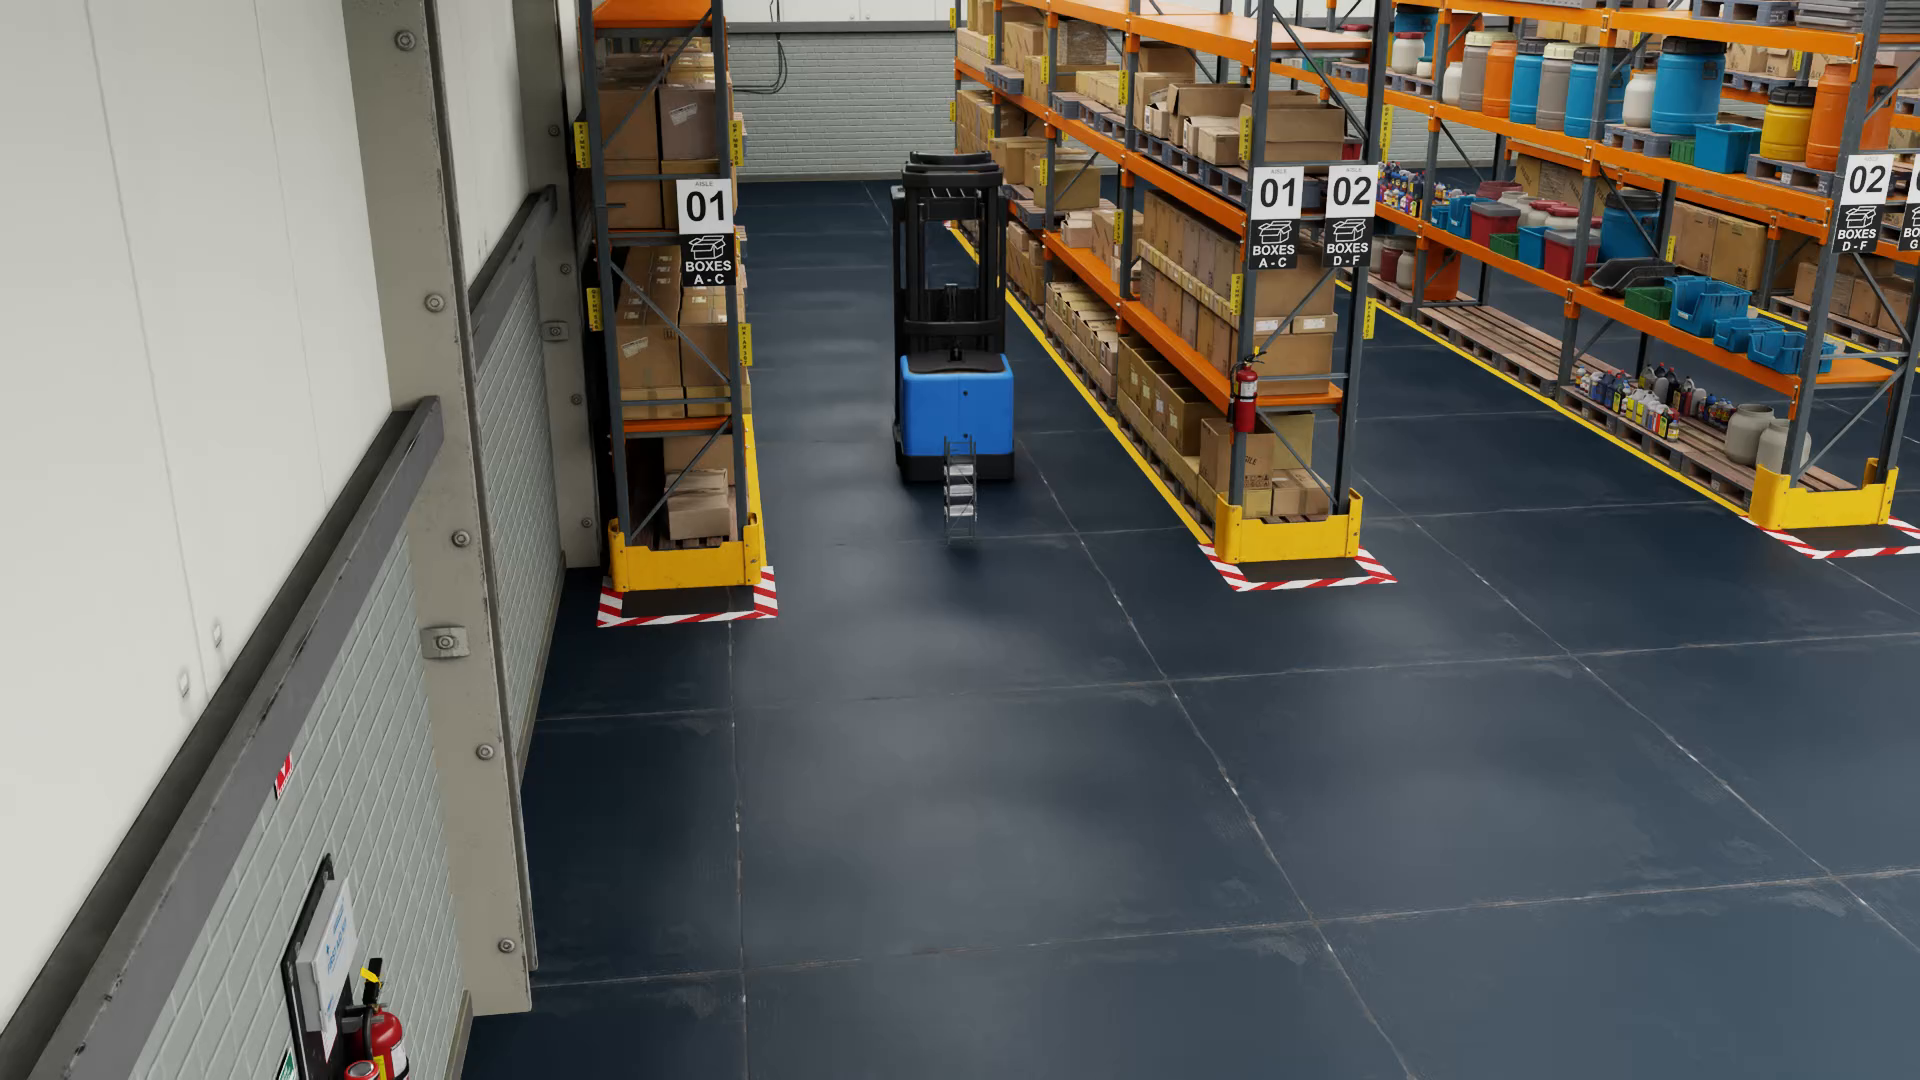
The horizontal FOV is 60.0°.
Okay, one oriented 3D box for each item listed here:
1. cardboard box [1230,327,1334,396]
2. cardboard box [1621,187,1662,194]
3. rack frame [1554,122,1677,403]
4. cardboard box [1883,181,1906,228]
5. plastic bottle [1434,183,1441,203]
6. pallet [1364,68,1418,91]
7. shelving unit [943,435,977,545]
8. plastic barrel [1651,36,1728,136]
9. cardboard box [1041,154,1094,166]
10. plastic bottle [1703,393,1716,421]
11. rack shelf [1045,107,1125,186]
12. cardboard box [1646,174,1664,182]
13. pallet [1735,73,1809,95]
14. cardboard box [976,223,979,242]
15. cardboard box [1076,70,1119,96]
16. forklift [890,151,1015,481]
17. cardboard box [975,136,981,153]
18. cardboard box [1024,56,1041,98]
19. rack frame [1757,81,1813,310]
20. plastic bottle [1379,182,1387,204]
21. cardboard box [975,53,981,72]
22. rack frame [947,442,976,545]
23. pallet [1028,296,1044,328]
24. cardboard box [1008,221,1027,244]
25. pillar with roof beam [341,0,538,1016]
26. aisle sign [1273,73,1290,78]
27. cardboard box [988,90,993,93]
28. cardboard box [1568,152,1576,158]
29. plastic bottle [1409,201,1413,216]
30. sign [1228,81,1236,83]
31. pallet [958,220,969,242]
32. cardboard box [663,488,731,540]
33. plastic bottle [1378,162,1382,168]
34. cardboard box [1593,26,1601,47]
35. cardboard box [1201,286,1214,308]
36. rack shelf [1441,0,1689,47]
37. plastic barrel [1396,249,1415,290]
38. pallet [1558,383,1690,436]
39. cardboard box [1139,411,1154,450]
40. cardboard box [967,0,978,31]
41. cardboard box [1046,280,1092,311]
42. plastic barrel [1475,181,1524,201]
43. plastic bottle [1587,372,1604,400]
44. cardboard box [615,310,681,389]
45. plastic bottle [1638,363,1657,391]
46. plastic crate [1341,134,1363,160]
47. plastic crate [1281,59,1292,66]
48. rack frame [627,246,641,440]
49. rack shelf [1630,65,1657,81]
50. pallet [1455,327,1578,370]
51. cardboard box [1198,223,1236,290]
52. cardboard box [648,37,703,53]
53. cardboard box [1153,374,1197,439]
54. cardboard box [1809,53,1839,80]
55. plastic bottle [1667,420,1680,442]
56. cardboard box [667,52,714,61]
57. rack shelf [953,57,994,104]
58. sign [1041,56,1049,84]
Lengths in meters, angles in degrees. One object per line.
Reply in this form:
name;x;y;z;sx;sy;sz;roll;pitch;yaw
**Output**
cardboard box;2.670;-1.515;13.842;0.700;0.500;0.500;-3;21;-8
cardboard box;10.910;-4.940;25.591;1.225;0.875;0.875;-3;21;-8
rack frame;7.050;-2.939;17.798;1.000;3.000;0.127;-3;21;-8
cardboard box;11.610;-4.030;19.970;0.797;0.503;0.637;-1;20;-2
plastic bottle;6.608;-4.791;22.942;0.097;0.271;0.097;0;20;0
pallet;6.273;-6.367;22.958;1.003;0.211;1.213;-3;21;-8
shelving unit;-0.001;-0.424;14.066;0.258;0.900;0.210;-3;21;-8
plastic barrel;7.088;-4.426;16.175;0.600;0.901;0.708;-3;21;-8
cardboard box;1.426;-4.858;22.192;0.700;0.500;0.500;1;20;2
plastic bottle;7.581;-1.349;16.812;0.097;0.271;0.097;0;20;0
rack shelf;1.860;-4.451;18.588;1.077;0.370;4.000;-3;21;-8
cardboard box;10.690;-5.660;24.940;0.500;0.500;0.500;-3;21;-8
pallet;11.229;-6.111;22.273;1.213;0.211;1.003;-2;21;-5
cardboard box;0.524;-4.850;26.128;0.500;0.311;0.500;-3;21;-8
cardboard box;1.692;-5.453;19.856;0.500;0.250;0.500;-4;21;-12
forklift;-0.119;-2.395;16.439;1.130;2.935;3.031;-1;21;-4
cardboard box;0.517;-6.024;25.914;0.500;0.500;0.500;-2;21;-7
cardboard box;1.327;-6.034;21.653;0.910;0.500;0.500;-3;21;-8
rack frame;11.375;-4.574;22.175;1.000;3.000;0.127;-3;21;-8
plastic bottle;5.828;-4.784;22.904;0.061;0.283;0.133;-3;21;-8
cardboard box;0.519;-7.297;25.393;0.500;0.250;0.500;-3;21;-8
rack frame;0.013;-0.389;13.972;0.240;0.900;0.006;-3;21;-8
pallet;1.501;-3.030;22.026;1.003;0.211;1.213;-3;21;-8
cardboard box;0.967;-4.321;23.370;0.500;0.250;0.500;-3;21;-8
pillar with roof beam;1.991;-2.203;7.254;9.100;9.000;0.400;-3;21;-8
aisle sign;5.600;-8.351;28.574;0.394;0.787;0.004;-3;21;-8
cardboard box;0.754;-7.220;27.689;0.500;0.500;0.500;-3;21;-8
cardboard box;10.244;-6.375;27.357;0.380;0.149;0.250;-3;21;-9
plastic bottle;5.994;-4.390;21.968;0.097;0.201;0.097;0;20;0
sign;2.697;-4.404;16.580;0.100;0.325;0.005;-3;21;-8
pallet;0.545;-5.237;27.936;1.003;0.211;1.213;-3;21;-8
cardboard box;-2.188;-0.245;13.799;0.500;0.311;0.500;-5;21;-14
plastic bottle;6.274;-5.531;24.914;0.152;0.276;0.135;-3;21;-8
cardboard box;10.553;-8.109;26.466;0.700;0.500;0.500;-2;21;-5
cardboard box;2.332;-2.136;14.579;0.380;0.149;0.250;-2;21;-6
rack shelf;6.762;-5.918;18.799;1.077;0.370;4.000;-3;21;-8
plastic barrel;6.216;-3.715;22.831;0.421;0.512;0.421;0;20;0
pallet;7.106;-1.398;17.658;1.003;0.211;1.213;-3;21;-8
cardboard box;2.049;-1.077;16.141;0.500;0.250;0.500;-3;21;-8
cardboard box;0.497;-8.411;26.591;0.700;0.500;0.500;-3;21;-8
cardboard box;1.356;-3.051;20.625;0.500;0.311;0.500;-2;21;-6
plastic barrel;6.840;-4.242;21.093;0.600;0.536;0.708;-3;21;-8
plastic bottle;6.736;-1.626;17.547;0.152;0.276;0.135;-2;21;-6
cardboard box;-2.455;-1.497;13.052;0.500;0.500;0.500;-3;21;-8
plastic bottle;7.285;-1.689;17.607;0.144;0.351;0.185;-3;21;-8
plastic crate;6.016;-6.089;26.054;0.402;0.464;0.583;-3;21;-8
plastic crate;5.334;-7.661;26.322;0.437;0.282;0.530;-3;21;-8
rack frame;-2.753;-2.439;16.461;1.000;3.000;0.127;-3;21;-8
rack shelf;10.510;-7.719;27.338;1.077;0.370;4.000;-3;21;-8
pallet;6.719;-2.326;20.142;1.003;0.211;1.213;-3;21;-8
cardboard box;2.508;-2.497;14.618;0.700;0.500;0.500;-3;21;-8
cardboard box;-3.744;-6.368;21.919;0.700;0.500;0.500;-3;21;-9
cardboard box;2.123;-1.255;15.547;0.500;0.500;0.500;-3;21;-8
cardboard box;11.188;-6.084;21.075;0.500;0.500;0.500;-3;21;-7
plastic bottle;6.928;-1.063;16.146;0.097;0.201;0.097;0;20;0
cardboard box;-2.413;-4.209;15.312;0.500;0.500;0.500;-5;21;-12
rack shelf;0.706;-7.221;26.004;1.077;0.370;4.000;-3;21;-8
sign;1.034;-5.696;20.154;0.100;0.325;0.005;-3;21;-8
